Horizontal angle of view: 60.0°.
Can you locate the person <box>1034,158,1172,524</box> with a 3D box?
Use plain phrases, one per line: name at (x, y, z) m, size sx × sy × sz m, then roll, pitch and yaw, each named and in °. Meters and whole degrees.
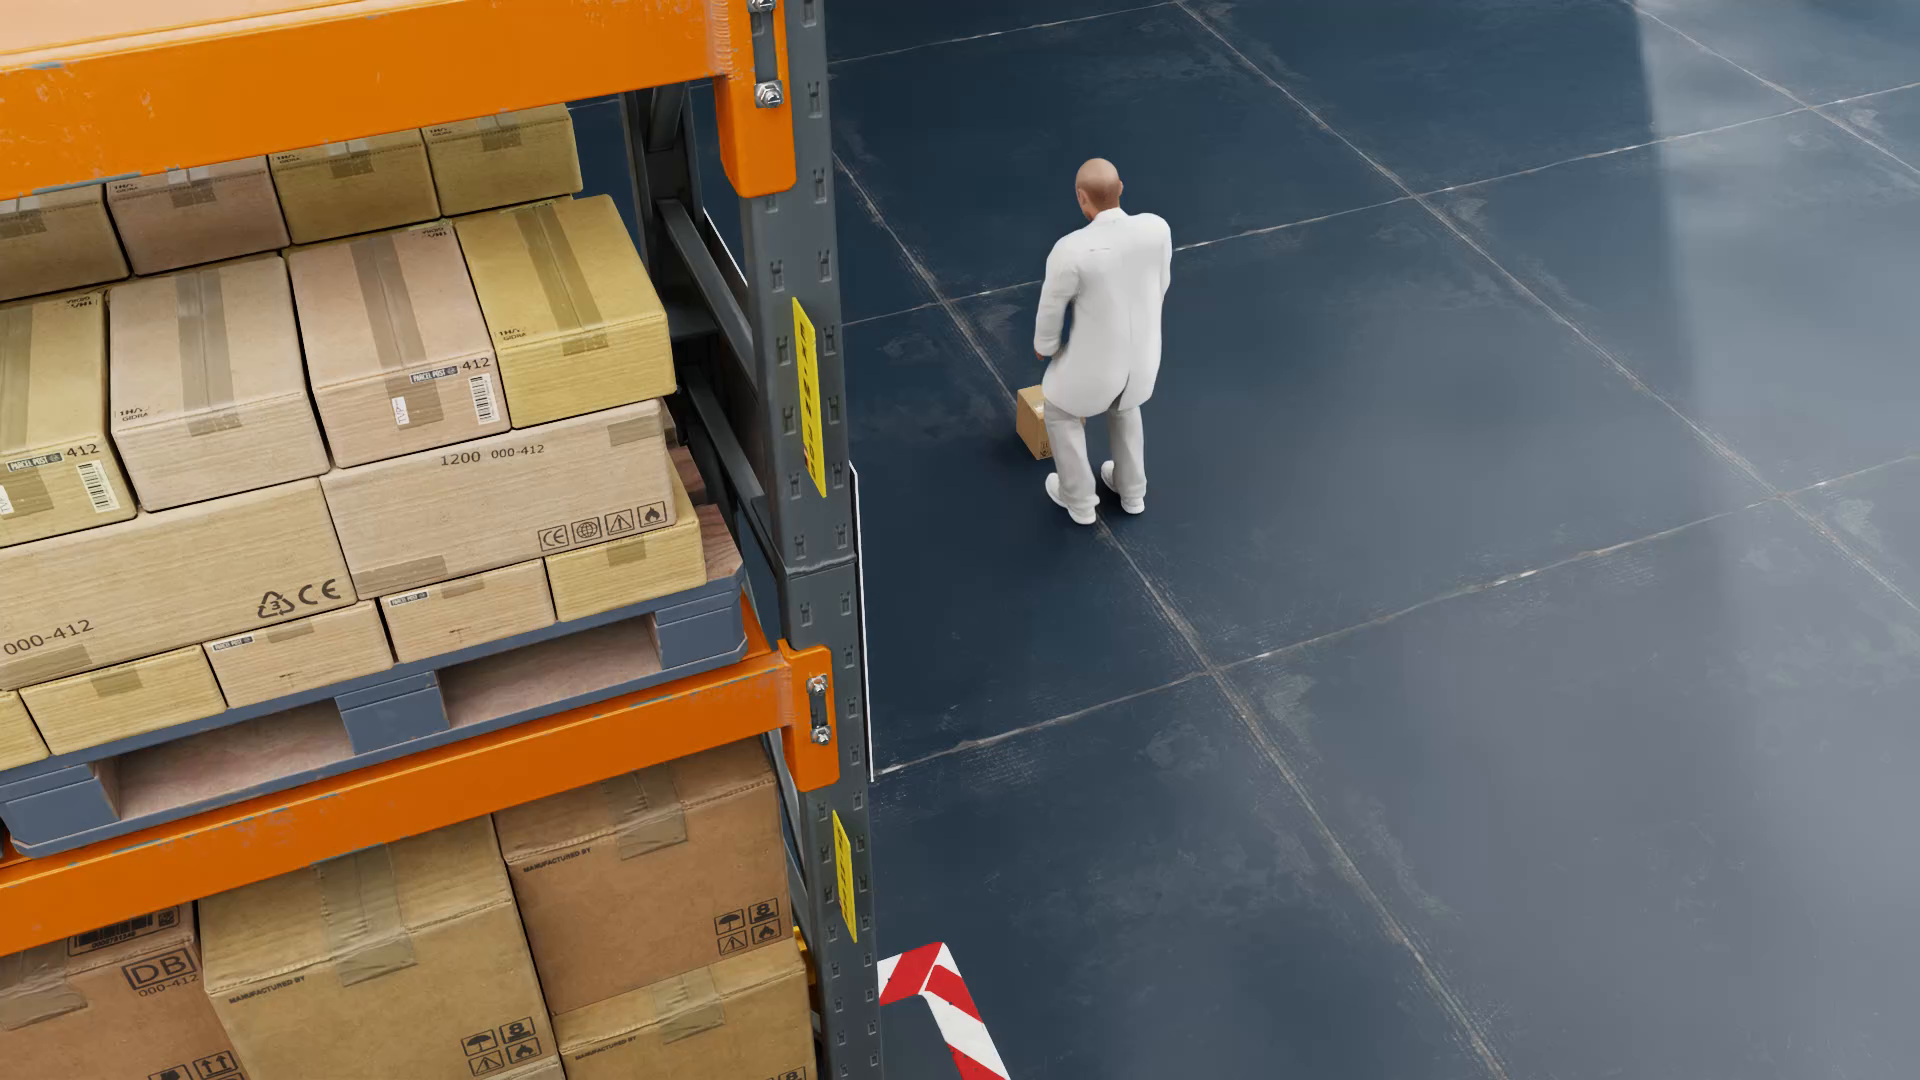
person at (0.604, -0.818, 7.178) m, size 0.599 × 1.693 × 0.466 m, roll -14°, pitch 43°, yaw -16°
